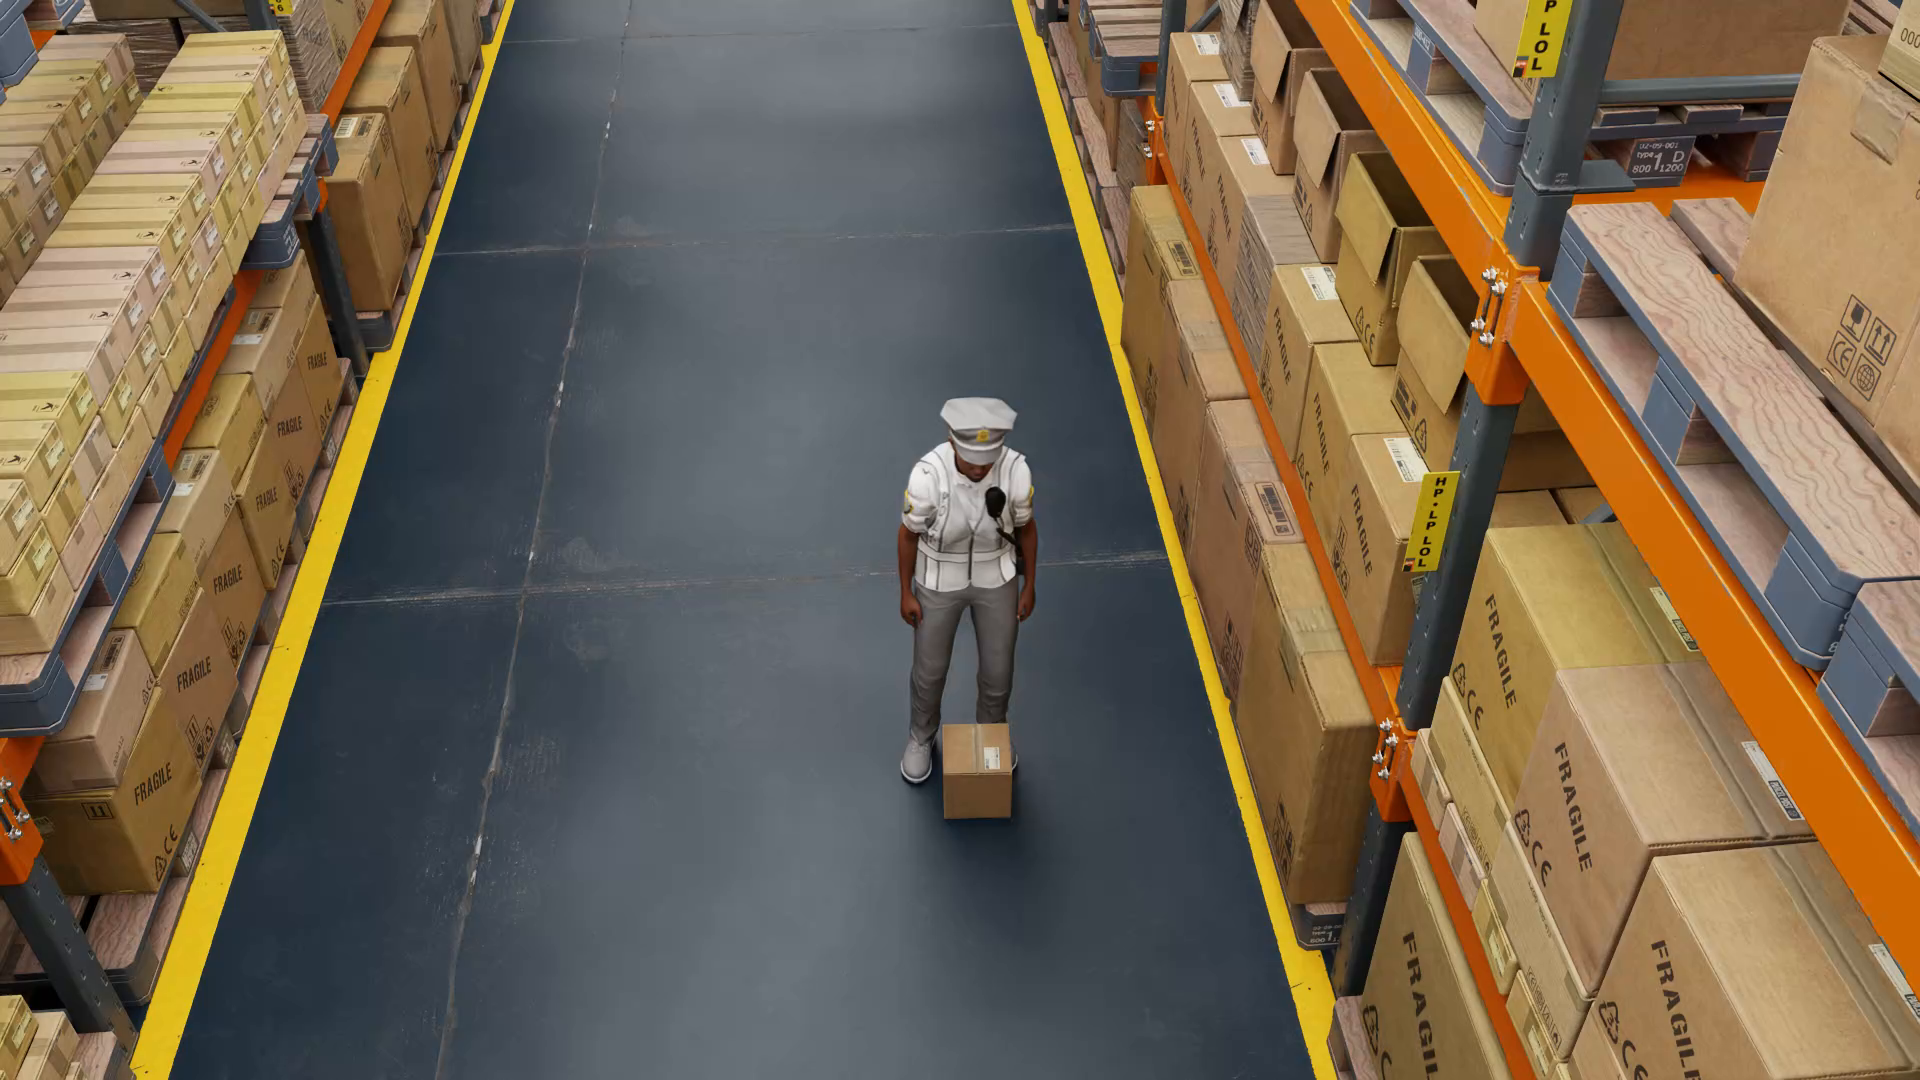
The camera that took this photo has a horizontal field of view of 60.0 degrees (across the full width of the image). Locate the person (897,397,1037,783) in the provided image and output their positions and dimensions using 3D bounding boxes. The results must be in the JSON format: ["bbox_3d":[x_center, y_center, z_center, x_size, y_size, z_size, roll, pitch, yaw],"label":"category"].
[{"bbox_3d":[0.021,0.174,5.945,0.514,1.657,0.399,-4,39,-4],"label":"person"}]
